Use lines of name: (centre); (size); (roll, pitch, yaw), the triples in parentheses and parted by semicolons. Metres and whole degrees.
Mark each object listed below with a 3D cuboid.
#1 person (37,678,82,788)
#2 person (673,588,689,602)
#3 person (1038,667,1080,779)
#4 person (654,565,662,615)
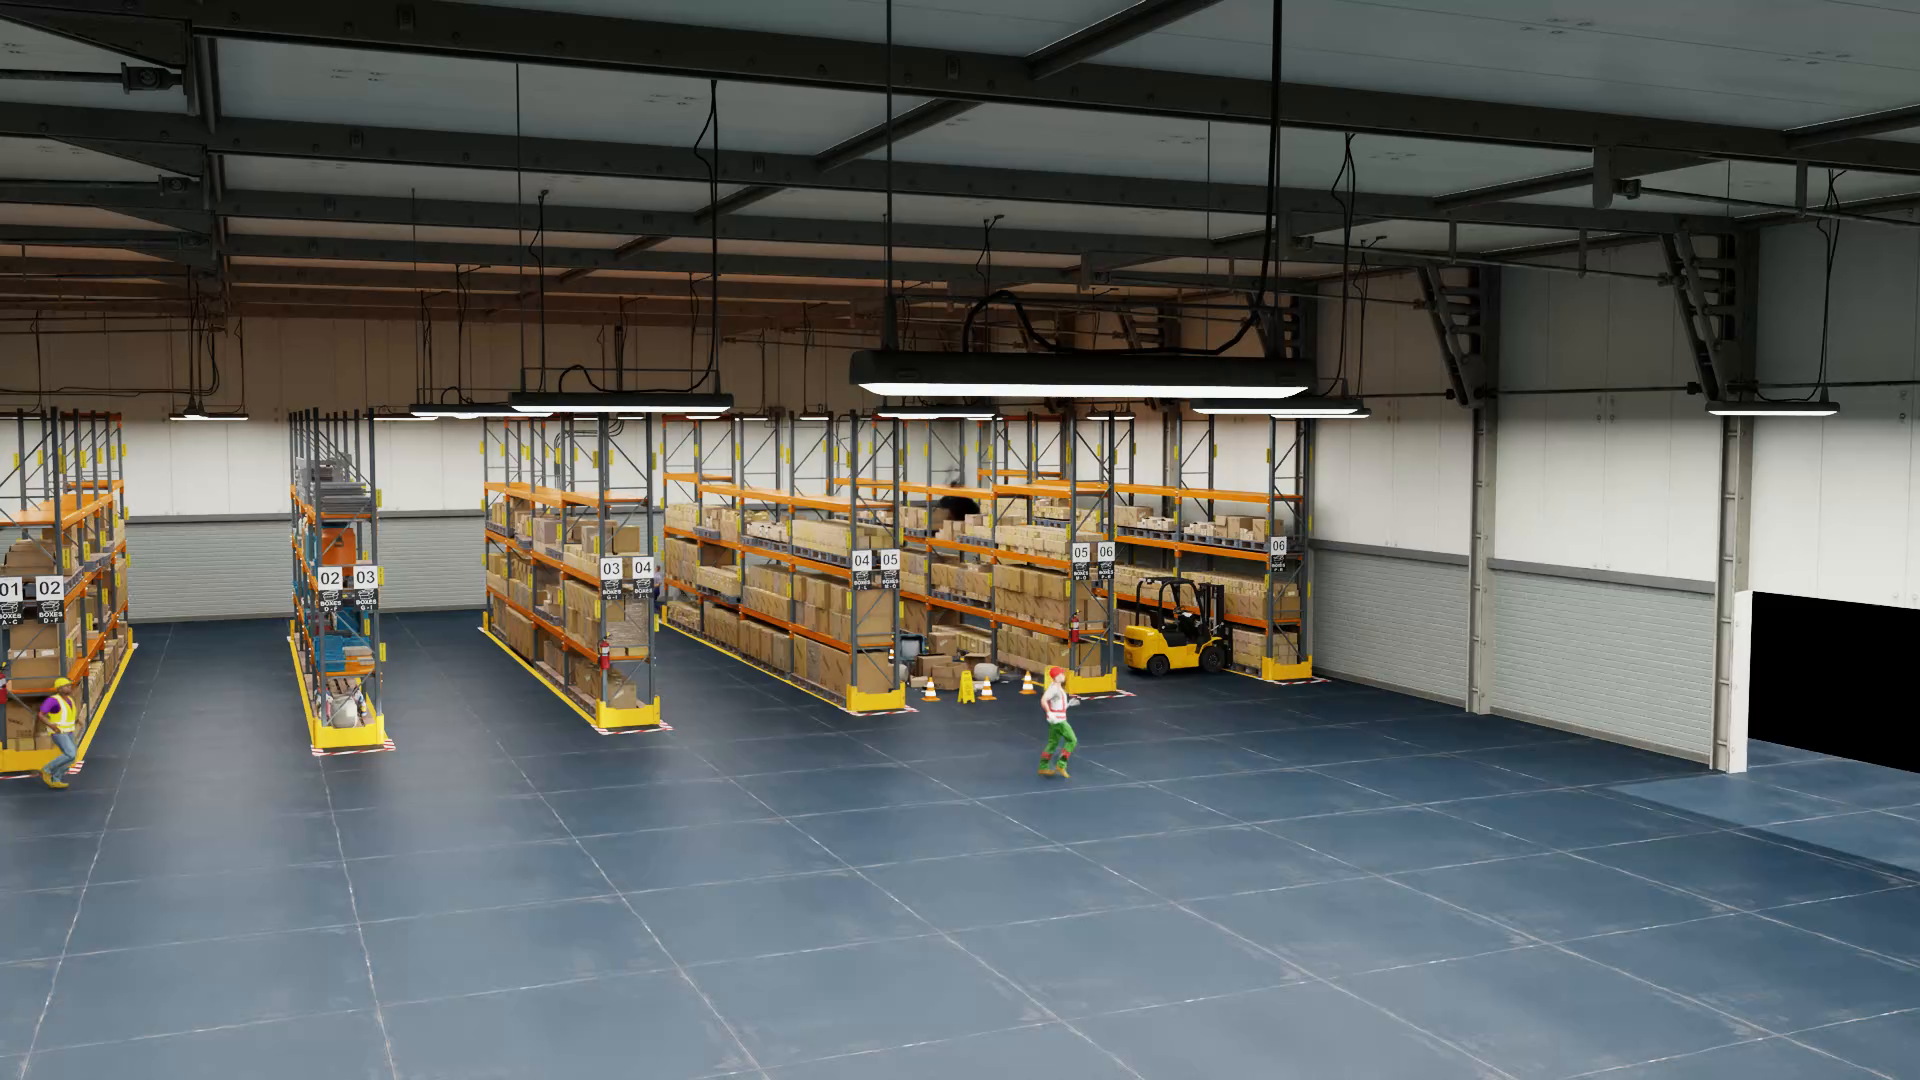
person: (-14.129, 3.028, 26.195); (0.530, 1.718, 0.724); (0, 4, 2)
person: (-8.191, 1.448, 49.385); (0.904, 1.676, 0.627); (-2, 4, -25)
person: (1.603, 2.947, 26.863); (0.688, 1.809, 0.650); (0, 4, -3)
person: (-9.059, 1.514, 49.064); (0.698, 1.586, 0.725); (-1, 4, -16)
